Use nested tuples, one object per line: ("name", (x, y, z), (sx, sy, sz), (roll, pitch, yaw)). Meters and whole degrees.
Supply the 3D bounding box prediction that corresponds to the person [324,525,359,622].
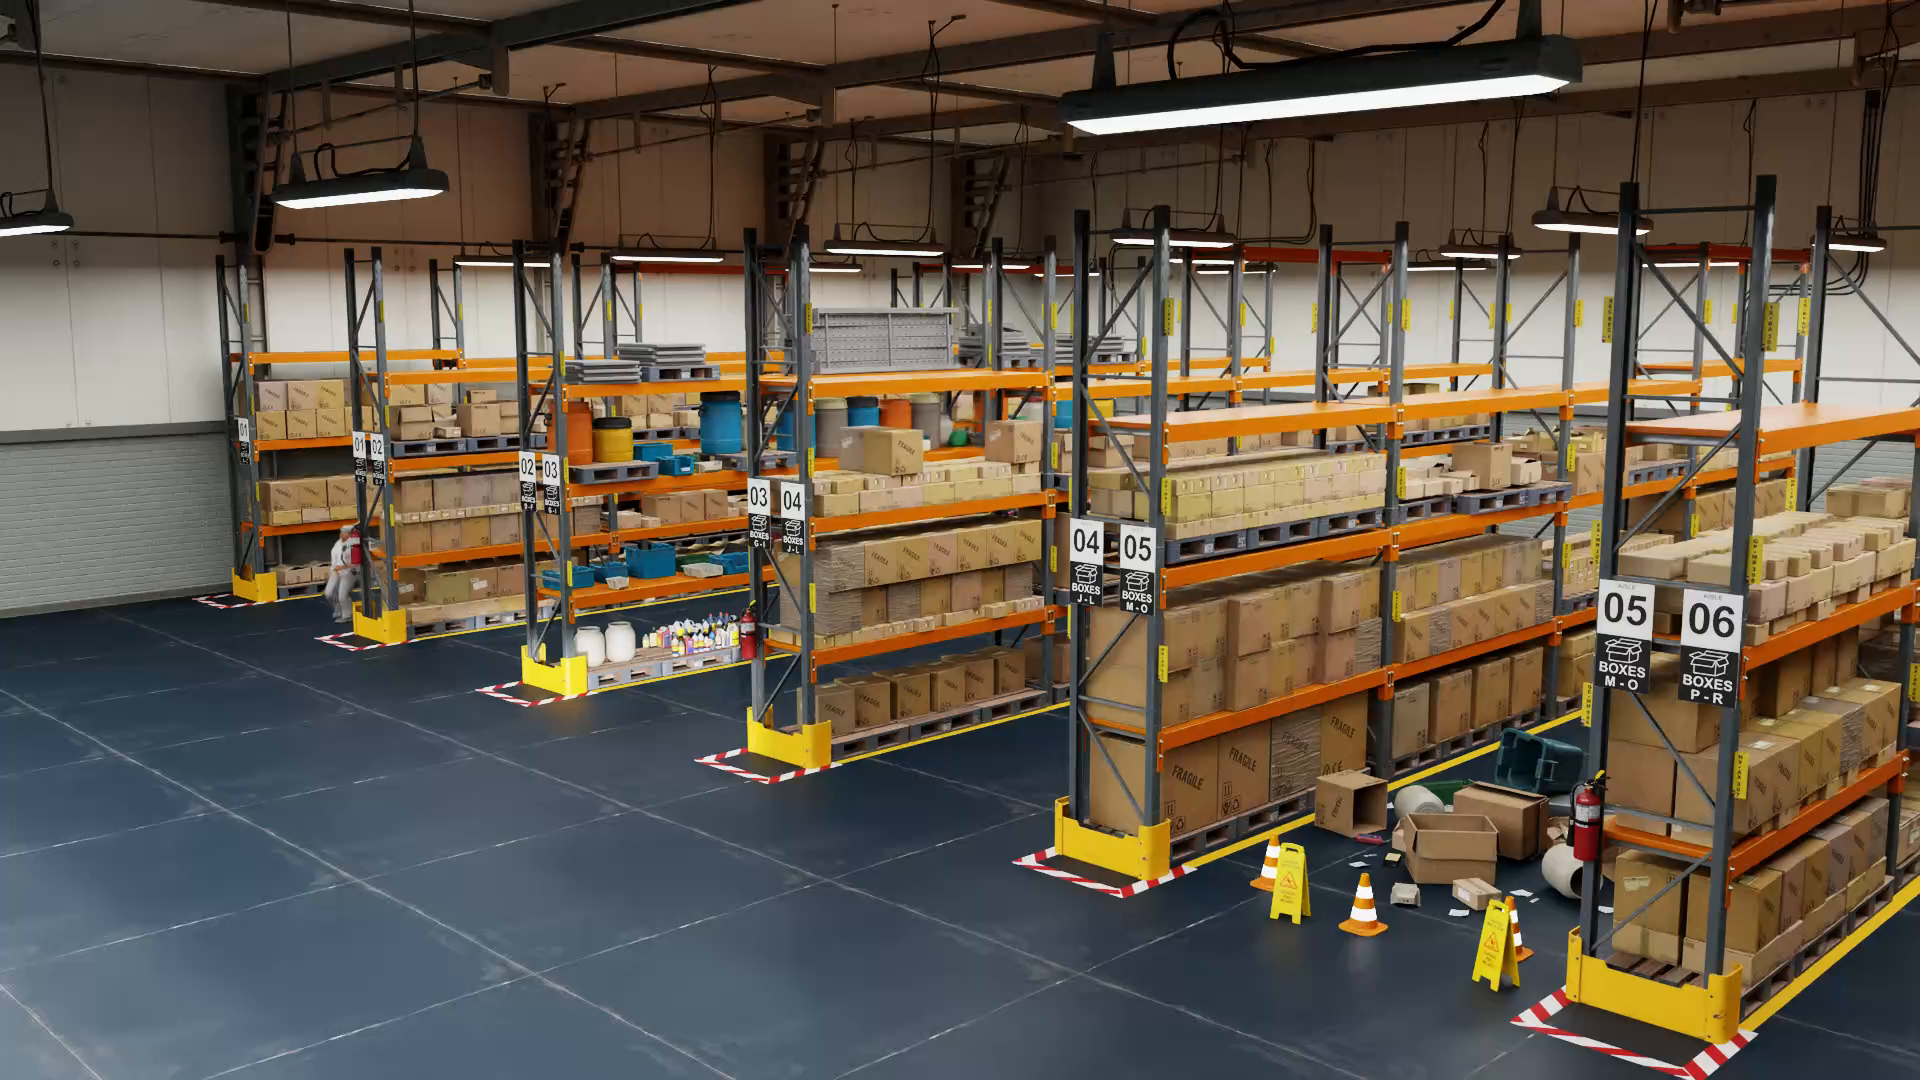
("person", (-10.019, 0.553, 27.012), (0.643, 1.619, 0.529), (3, 9, 21))
